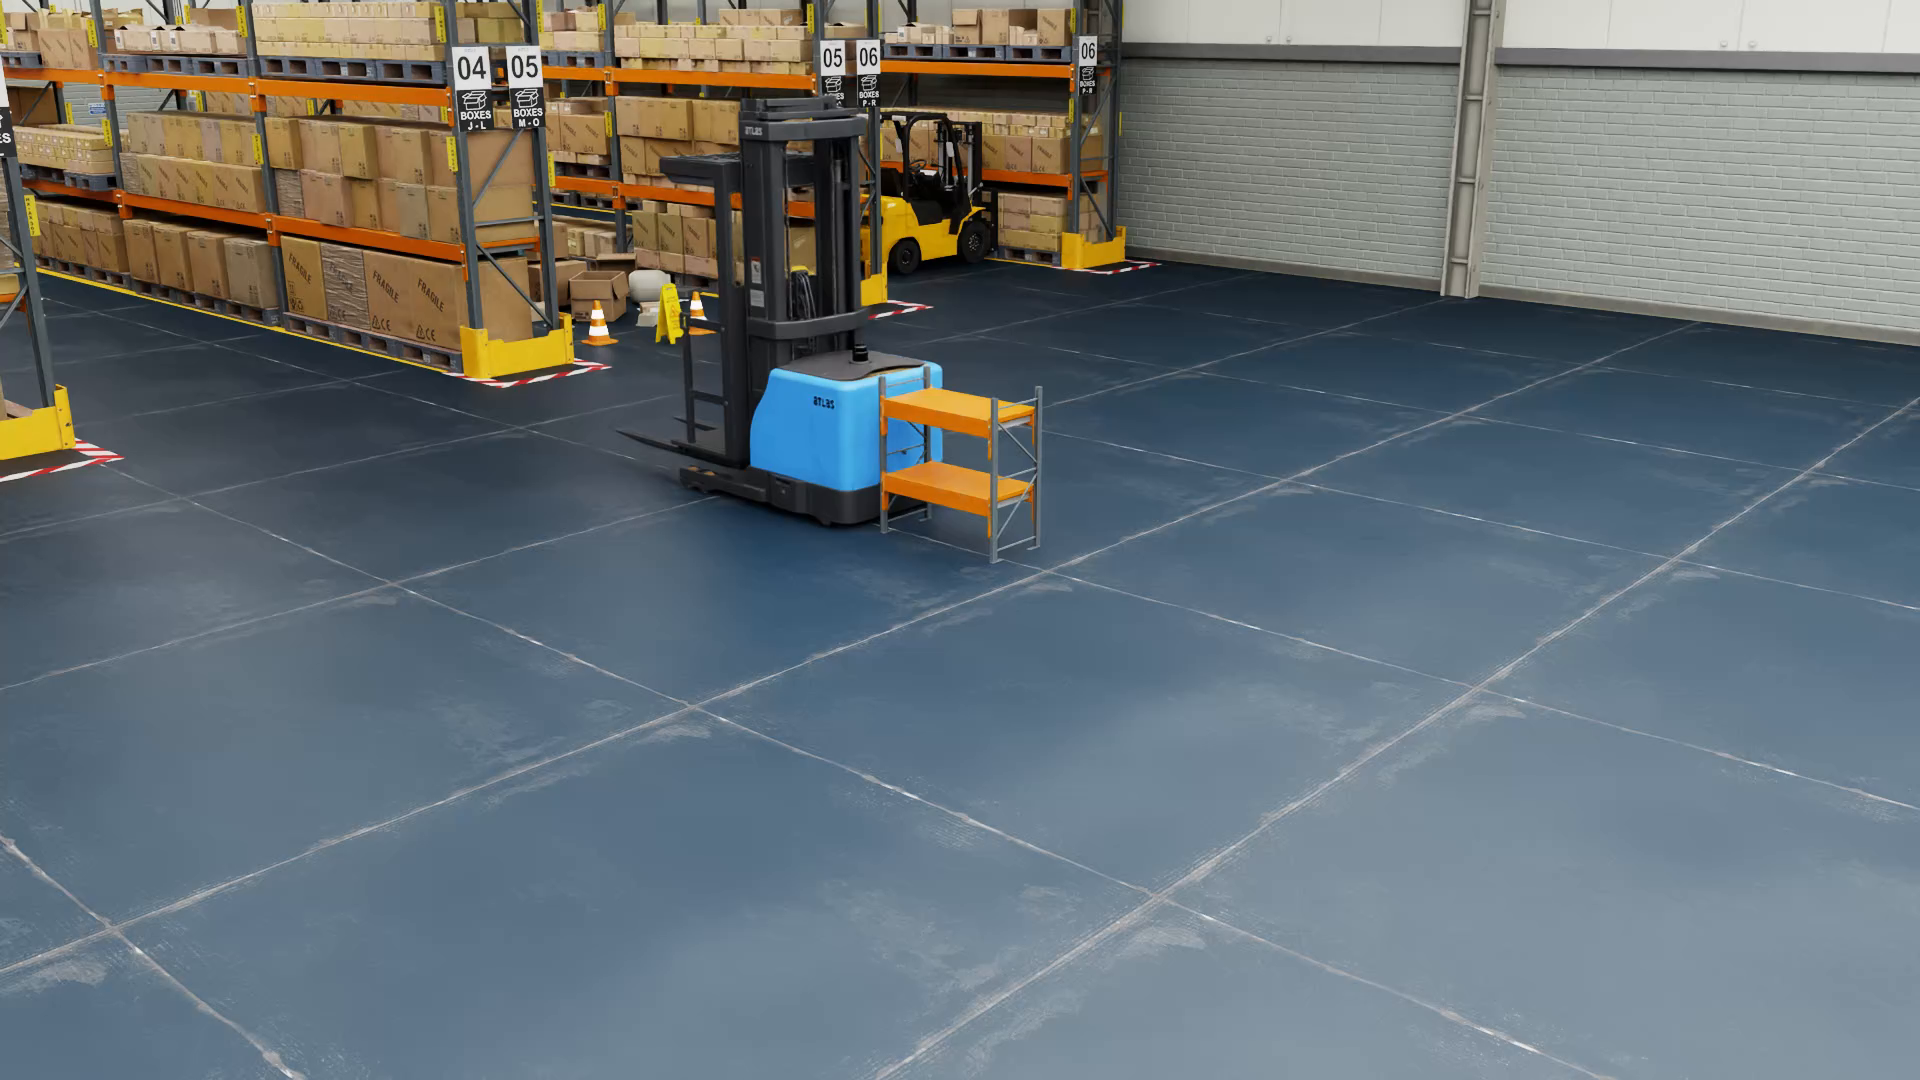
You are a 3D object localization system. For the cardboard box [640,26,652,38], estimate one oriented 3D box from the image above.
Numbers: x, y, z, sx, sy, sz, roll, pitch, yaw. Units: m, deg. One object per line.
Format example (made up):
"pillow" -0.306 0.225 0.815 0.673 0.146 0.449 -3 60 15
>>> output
"cardboard box" -3.925 -6.606 21.606 0.250 0.149 0.380 14 22 38

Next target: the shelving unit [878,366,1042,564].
"shelving unit" -0.005 -0.538 11.446 1.048 1.125 0.538 15 23 39

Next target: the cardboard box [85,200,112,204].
"cardboard box" -12.038 -4.684 23.612 0.500 0.250 0.500 14 22 37

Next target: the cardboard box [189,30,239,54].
"cardboard box" -8.629 -5.818 19.414 0.500 0.250 0.500 15 23 39

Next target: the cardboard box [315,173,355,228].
"cardboard box" -6.524 -3.773 18.294 0.550 0.550 0.875 15 23 39

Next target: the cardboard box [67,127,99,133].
"cardboard box" -12.342 -5.738 23.472 0.250 0.149 0.380 14 22 38

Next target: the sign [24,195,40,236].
"sign" -7.576 -2.644 13.552 0.005 0.325 0.100 15 23 39

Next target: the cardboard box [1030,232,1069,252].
"cardboard box" 1.373 -4.387 24.327 0.500 0.250 0.500 15 23 40

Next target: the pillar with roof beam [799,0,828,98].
"pillar with roof beam" -5.334 -8.908 24.805 0.400 9.000 9.100 15 23 39

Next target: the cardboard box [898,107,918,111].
"cardboard box" -0.749 -6.617 25.773 0.250 0.149 0.380 15 23 40

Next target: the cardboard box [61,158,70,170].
"cardboard box" -11.787 -5.045 22.270 0.250 0.149 0.380 15 23 39

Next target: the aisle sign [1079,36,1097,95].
"aisle sign" 1.788 -6.634 23.258 0.004 0.787 0.394 15 23 39

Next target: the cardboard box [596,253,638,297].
"cardboard box" -4.452 -3.440 21.622 0.500 0.500 0.500 -3 18 -8

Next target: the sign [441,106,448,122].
"sign" -7.707 -6.382 24.850 0.005 0.325 0.100 15 23 39

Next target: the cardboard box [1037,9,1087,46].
"cardboard box" 1.441 -7.233 23.461 0.500 0.500 0.500 16 24 41

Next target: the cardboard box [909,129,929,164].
"cardboard box" -0.499 -6.076 25.633 0.500 0.500 0.500 16 23 40

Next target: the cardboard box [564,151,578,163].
"cardboard box" -5.320 -5.376 23.312 0.250 0.149 0.380 15 23 38

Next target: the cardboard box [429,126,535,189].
"cardboard box" -4.820 -3.880 16.845 0.550 0.550 0.875 15 23 39

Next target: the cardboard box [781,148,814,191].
"cardboard box" -1.947 -4.587 20.448 0.500 0.500 0.500 15 23 38

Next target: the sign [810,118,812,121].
"sign" -1.741 -4.931 19.755 0.005 0.325 0.100 15 23 39

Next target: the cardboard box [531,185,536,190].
"cardboard box" -8.249 -7.162 32.660 0.500 0.500 0.700 14 22 37

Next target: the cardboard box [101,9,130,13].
"cardboard box" -11.274 -6.948 22.157 0.258 0.266 0.396 15 23 39

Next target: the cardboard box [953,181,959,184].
"cardboard box" -0.172 -5.490 26.151 0.500 0.250 0.500 15 23 38

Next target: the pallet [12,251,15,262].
"pallet" -14.069 -4.417 25.182 1.213 0.211 1.003 15 23 39

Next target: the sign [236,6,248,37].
"sign" -7.913 -5.715 18.327 0.005 0.325 0.100 15 23 39

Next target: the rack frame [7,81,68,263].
"rack frame" -13.543 -5.620 24.360 0.127 3.000 1.000 15 23 39

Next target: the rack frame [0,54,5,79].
"rack frame" -7.936 -4.968 12.389 0.127 3.000 1.000 15 23 39

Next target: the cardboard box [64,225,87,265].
"cardboard box" -12.009 -4.106 23.028 0.500 0.500 0.500 14 22 37

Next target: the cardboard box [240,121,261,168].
"cardboard box" -7.935 -4.636 19.443 0.500 0.500 0.700 15 23 38

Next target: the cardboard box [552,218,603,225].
"cardboard box" -5.805 -4.489 24.447 0.625 0.372 0.950 16 24 41

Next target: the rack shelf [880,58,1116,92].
"rack shelf" 0.438 -6.963 24.823 4.000 0.370 1.077 15 23 39

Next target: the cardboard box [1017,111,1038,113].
"cardboard box" 1.055 -6.299 24.771 0.250 0.149 0.380 16 24 41

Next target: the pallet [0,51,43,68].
"pallet" -12.375 -6.604 22.815 1.003 0.211 1.213 15 23 39

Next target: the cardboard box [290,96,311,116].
"cardboard box" -10.870 -7.316 27.889 0.500 0.500 0.500 15 23 39

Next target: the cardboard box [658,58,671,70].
"cardboard box" -3.701 -6.196 21.634 0.250 0.149 0.380 16 24 41

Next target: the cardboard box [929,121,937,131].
"cardboard box" -0.255 -6.294 25.247 0.250 0.149 0.380 15 23 39

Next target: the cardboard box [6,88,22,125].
"cardboard box" -14.074 -6.319 24.254 0.500 0.500 0.500 14 22 37

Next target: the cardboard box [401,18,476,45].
"cardboard box" -5.120 -4.993 16.324 0.500 0.250 0.500 15 23 40

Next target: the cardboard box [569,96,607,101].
"cardboard box" -6.828 -7.984 30.950 0.500 0.500 0.700 16 23 41

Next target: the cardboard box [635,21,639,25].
"cardboard box" -5.918 -9.128 29.521 0.250 0.149 0.380 15 23 40

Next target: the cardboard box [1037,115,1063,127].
"cardboard box" 1.321 -6.040 23.954 0.250 0.149 0.380 15 23 39

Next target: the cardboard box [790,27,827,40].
"cardboard box" -1.807 -6.042 19.828 0.250 0.149 0.380 15 23 40

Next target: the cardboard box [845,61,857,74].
"cardboard box" -1.391 -5.801 20.387 0.250 0.149 0.380 15 23 39

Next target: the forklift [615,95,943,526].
"forklift" -1.530 -1.857 12.616 3.031 2.935 1.130 16 24 41

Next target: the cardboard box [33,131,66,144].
"cardboard box" -12.382 -5.488 22.682 0.250 0.149 0.380 16 24 41

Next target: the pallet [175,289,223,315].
"pallet" -9.104 -3.067 20.927 1.213 0.211 1.003 15 23 39

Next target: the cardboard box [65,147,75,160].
"cardboard box" -11.623 -5.140 22.079 0.250 0.149 0.380 16 23 41

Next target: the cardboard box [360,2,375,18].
"cardboard box" -5.803 -5.343 16.767 0.250 0.149 0.380 15 23 39

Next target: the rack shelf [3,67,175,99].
"rack shelf" -12.047 -6.305 22.750 4.000 0.370 1.077 15 23 39

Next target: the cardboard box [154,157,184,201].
"cardboard box" -9.636 -4.510 20.699 0.500 0.500 0.500 15 23 39

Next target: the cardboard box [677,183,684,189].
"cardboard box" -3.503 -4.709 21.905 0.250 0.149 0.380 15 23 39

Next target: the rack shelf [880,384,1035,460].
"rack shelf" -0.005 -0.816 11.357 1.000 0.278 0.538 15 23 39

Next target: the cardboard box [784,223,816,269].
"cardboard box" -2.130 -3.699 20.921 0.500 0.500 0.500 15 23 40

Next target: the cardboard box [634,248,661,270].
"cardboard box" -4.088 -3.864 22.679 0.500 0.250 0.500 14 22 37

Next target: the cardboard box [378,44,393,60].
"cardboard box" -5.611 -4.911 16.725 0.250 0.149 0.380 15 23 40

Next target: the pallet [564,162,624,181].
"pallet" -4.825 -5.249 23.508 1.213 0.211 1.003 15 23 39
